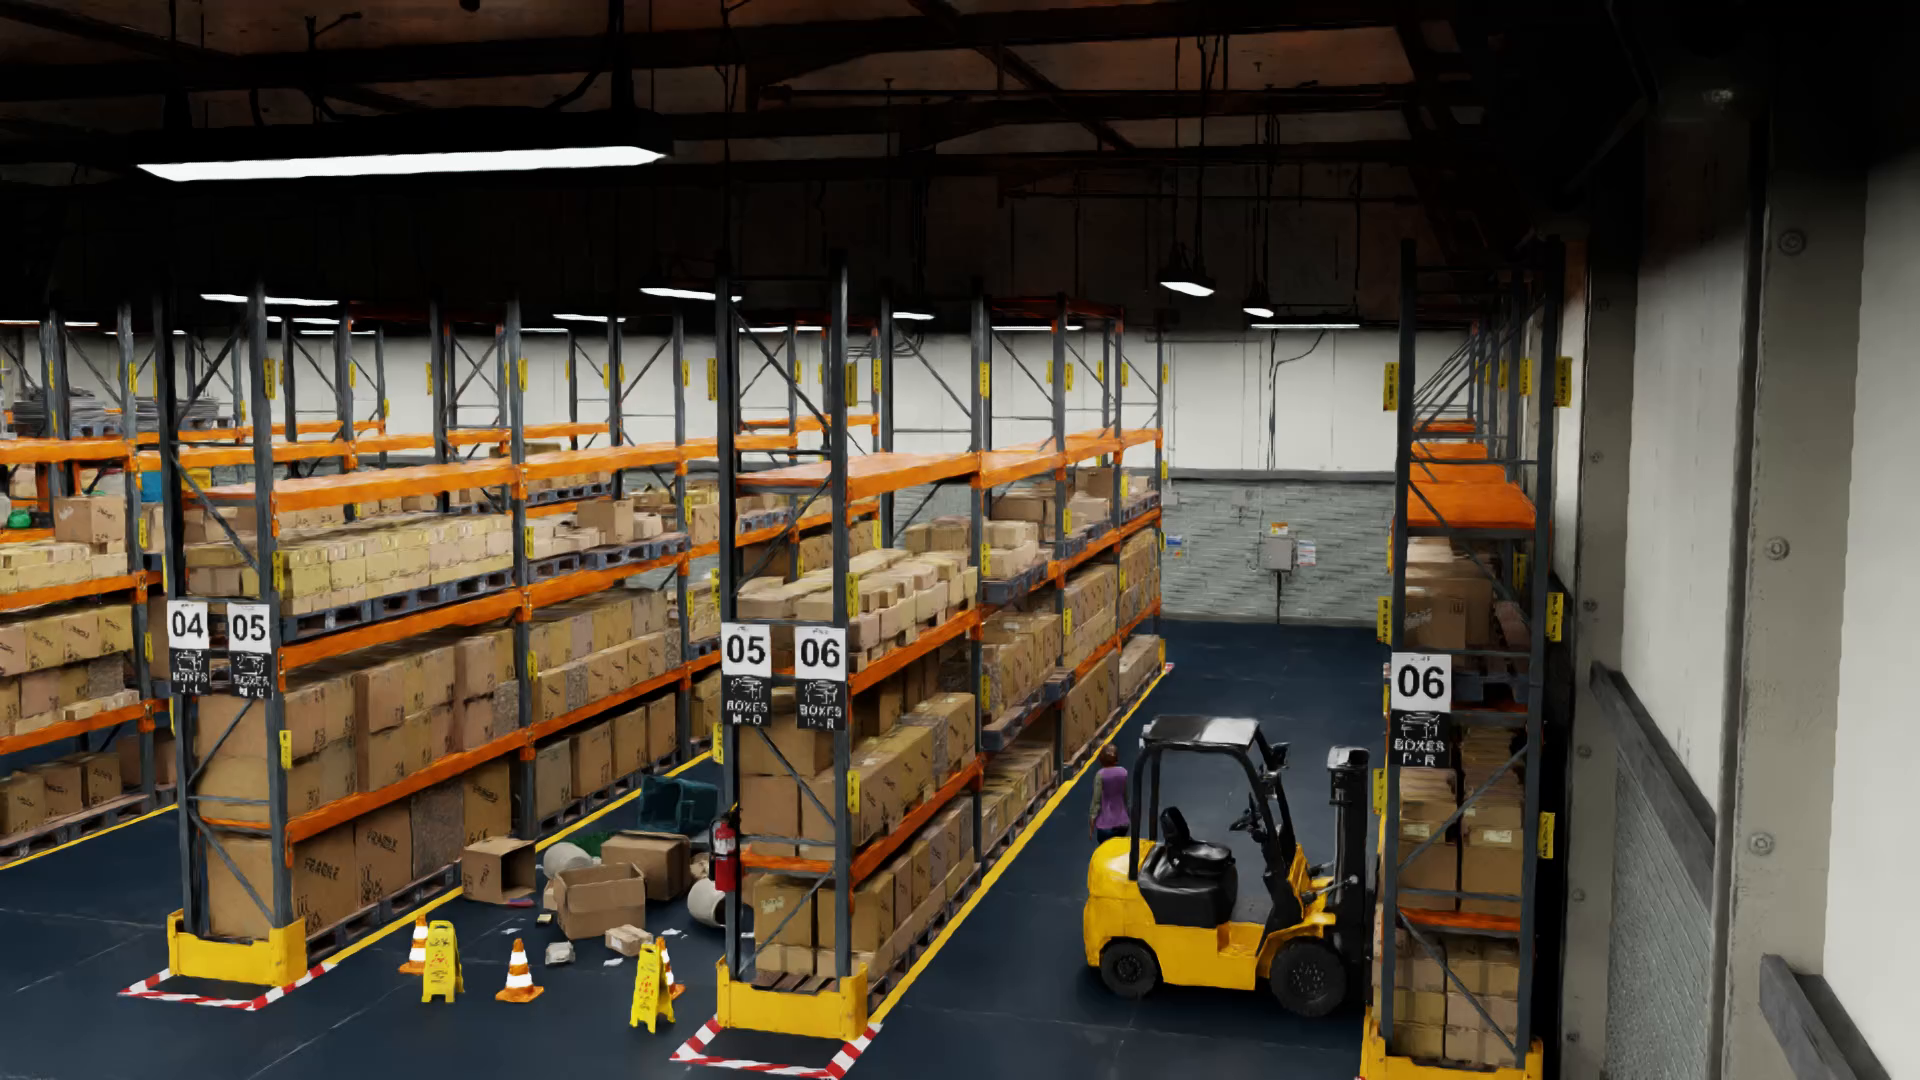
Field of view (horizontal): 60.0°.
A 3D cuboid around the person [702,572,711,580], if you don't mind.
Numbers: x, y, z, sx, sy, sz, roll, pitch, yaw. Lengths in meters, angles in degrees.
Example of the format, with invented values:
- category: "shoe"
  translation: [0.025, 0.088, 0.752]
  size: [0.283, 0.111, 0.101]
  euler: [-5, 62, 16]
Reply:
- category: "person"
  translation: [-4.139, 1.380, 27.703]
  size: [0.665, 1.740, 0.546]
  euler: [1, 6, 13]

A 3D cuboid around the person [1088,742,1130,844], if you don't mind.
- category: "person"
  translation: [1.410, 2.700, 15.736]
  size: [0.512, 1.592, 0.527]
  euler: [-6, 8, -42]
